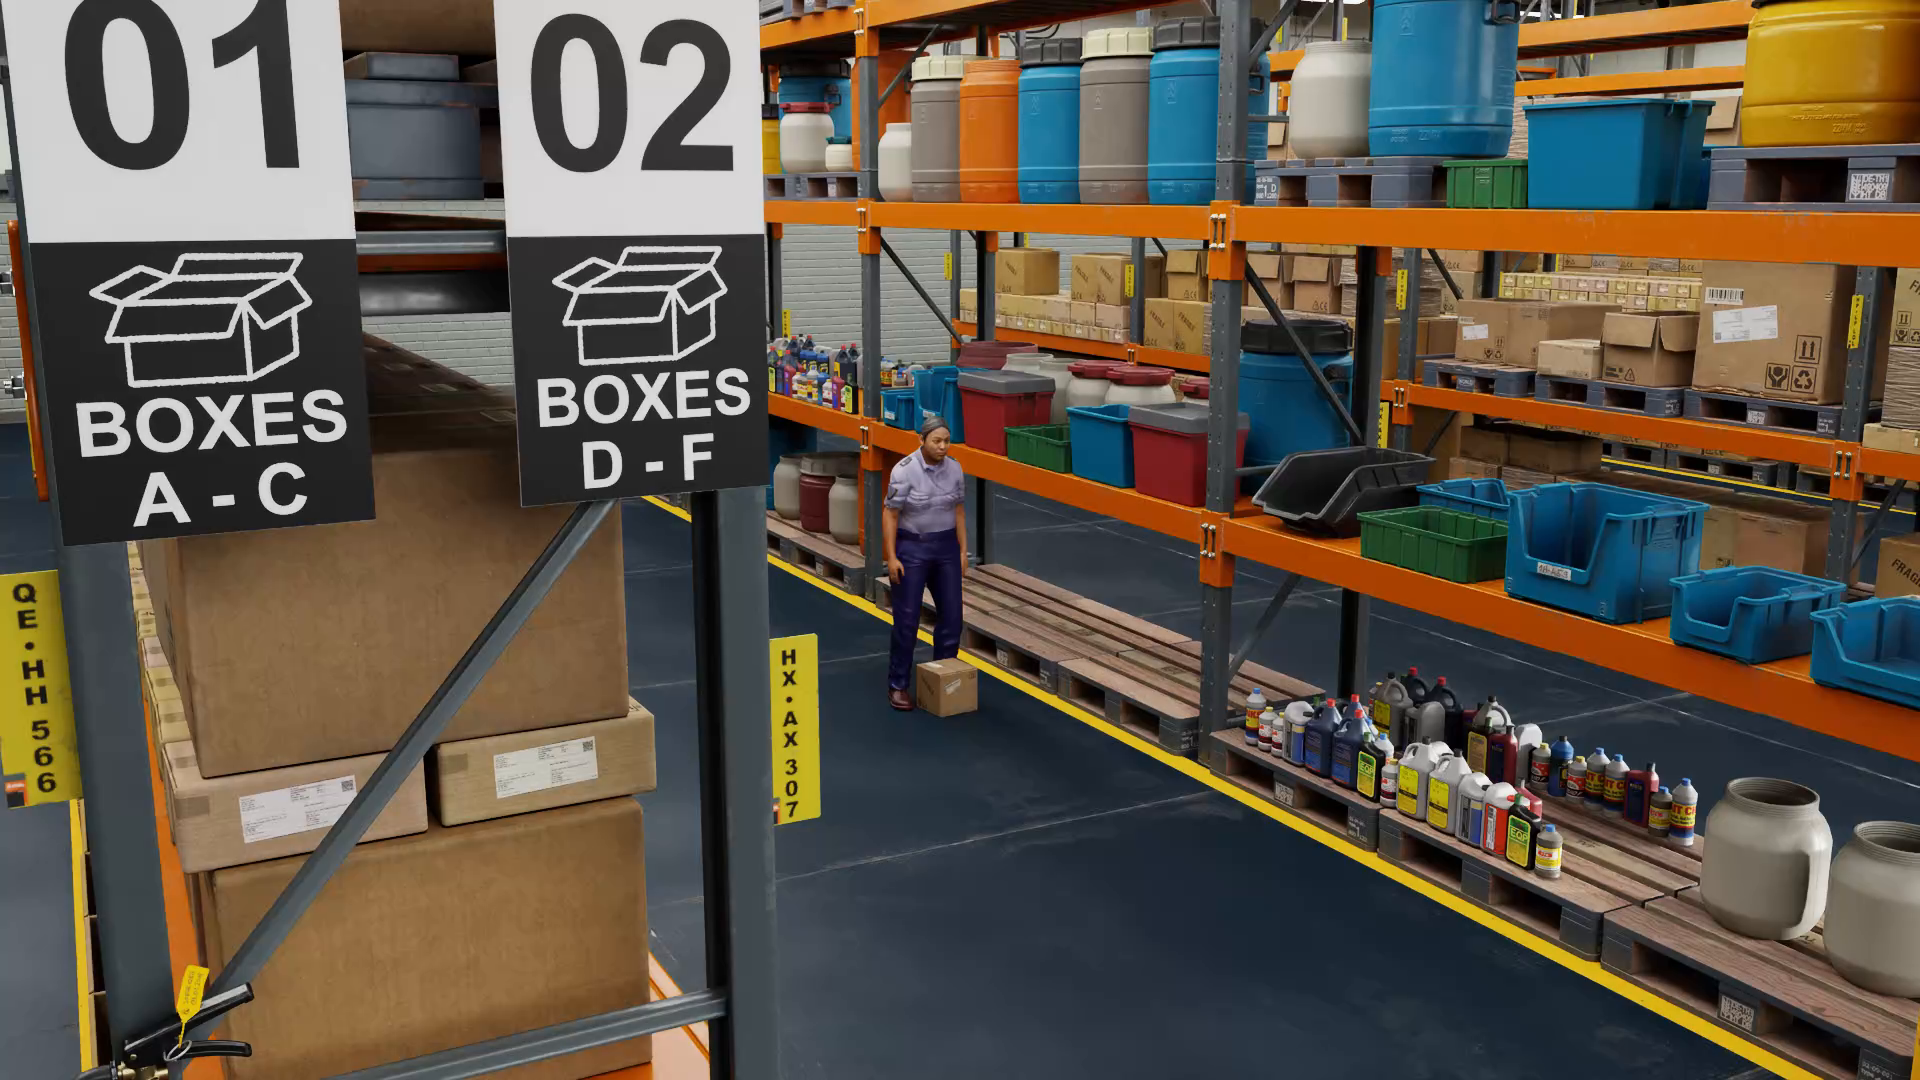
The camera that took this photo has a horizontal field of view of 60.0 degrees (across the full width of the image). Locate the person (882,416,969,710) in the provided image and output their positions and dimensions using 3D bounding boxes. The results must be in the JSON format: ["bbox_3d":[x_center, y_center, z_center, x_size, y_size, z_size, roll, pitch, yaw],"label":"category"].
[{"bbox_3d":[-0.182,0.111,9.452,0.537,1.647,0.419,-6,13,-28],"label":"person"}]
